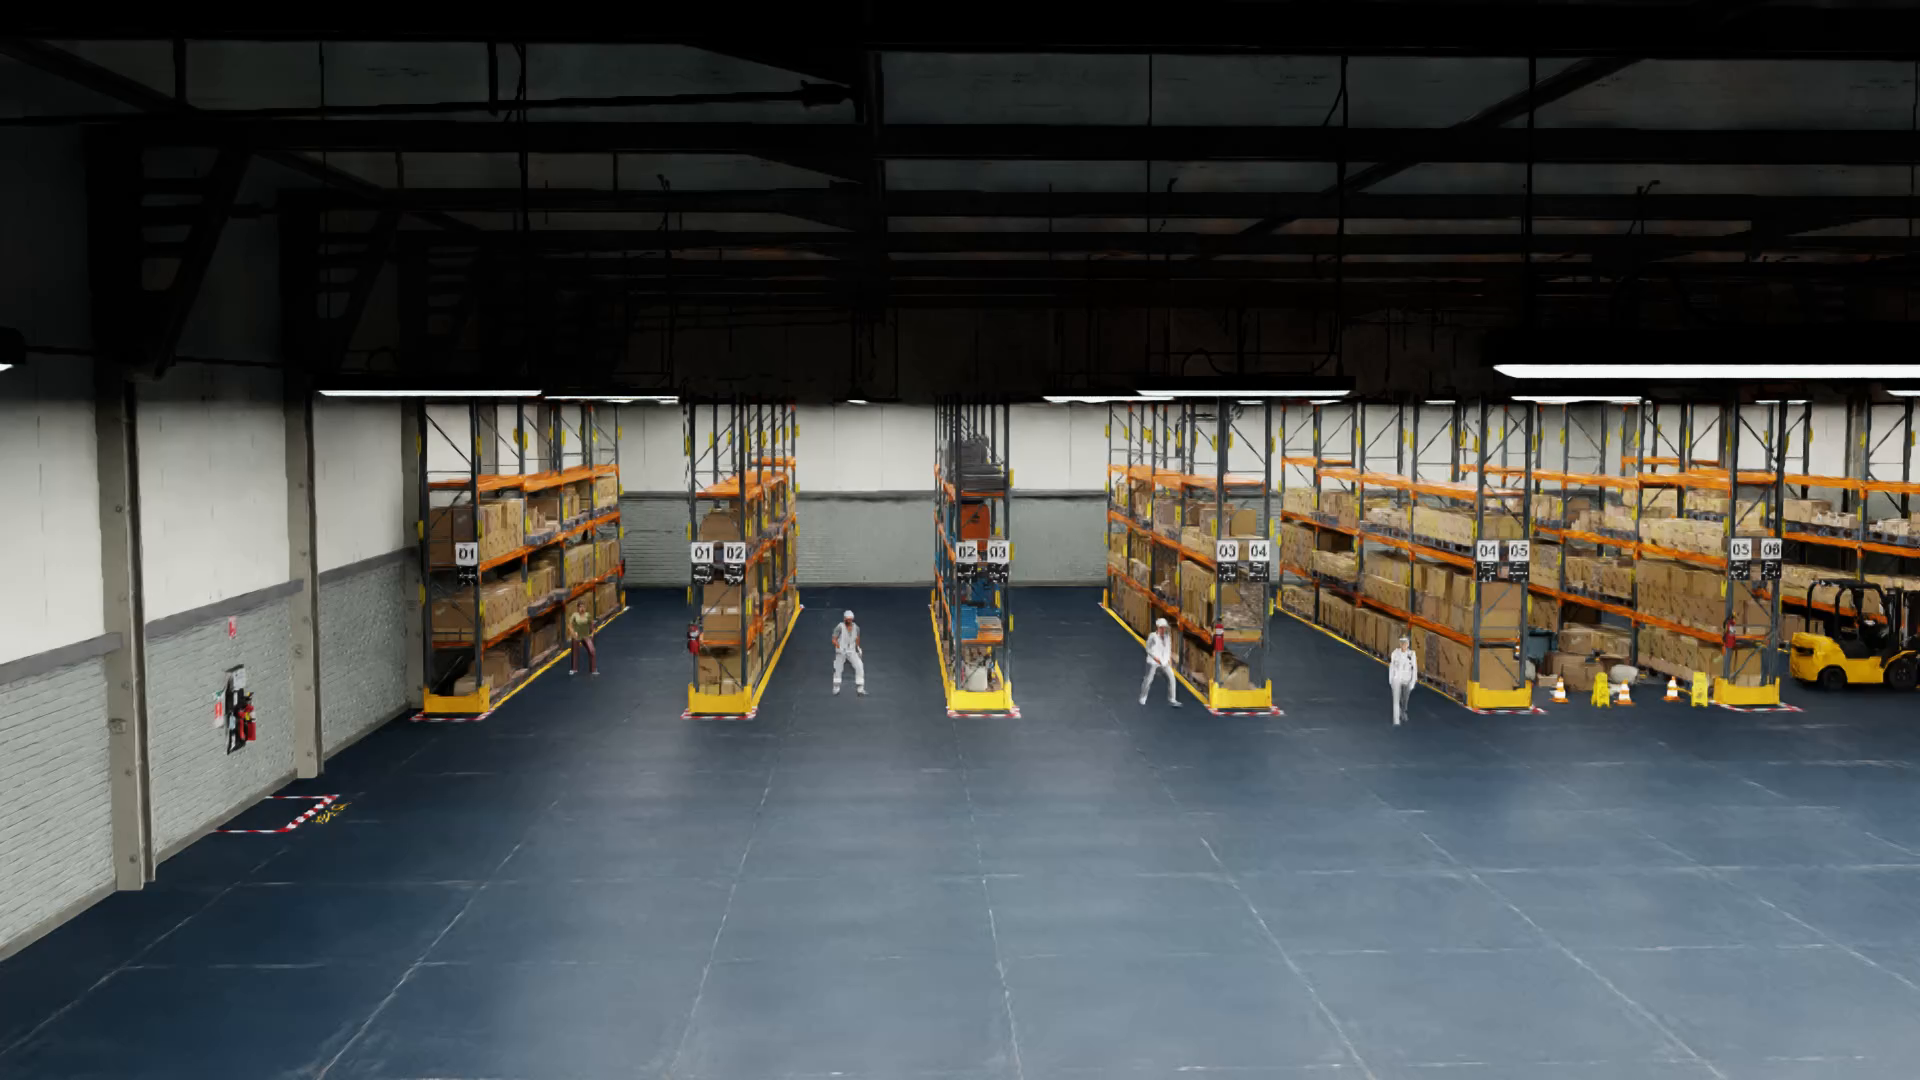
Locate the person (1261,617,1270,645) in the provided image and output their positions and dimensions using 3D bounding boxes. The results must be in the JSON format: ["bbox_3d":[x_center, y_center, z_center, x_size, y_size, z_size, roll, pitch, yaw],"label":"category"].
[{"bbox_3d":[7.089,1.687,39.924,0.546,1.644,1.106,0,5,-4],"label":"person"}]

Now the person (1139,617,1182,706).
[{"bbox_3d":[3.796,2.315,31.817,0.675,1.715,0.842,-2,5,-19],"label":"person"}]

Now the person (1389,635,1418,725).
[{"bbox_3d":[7.994,2.496,29.960,0.482,1.621,0.988,1,5,7],"label":"person"}]

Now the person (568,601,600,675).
[{"bbox_3d":[-8.042,2.076,35.418,0.625,1.607,0.808,-2,5,-20],"label":"person"}]

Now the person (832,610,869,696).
[{"bbox_3d":[-2.223,2.225,32.832,0.678,1.725,0.789,-2,5,-22],"label":"person"}]
